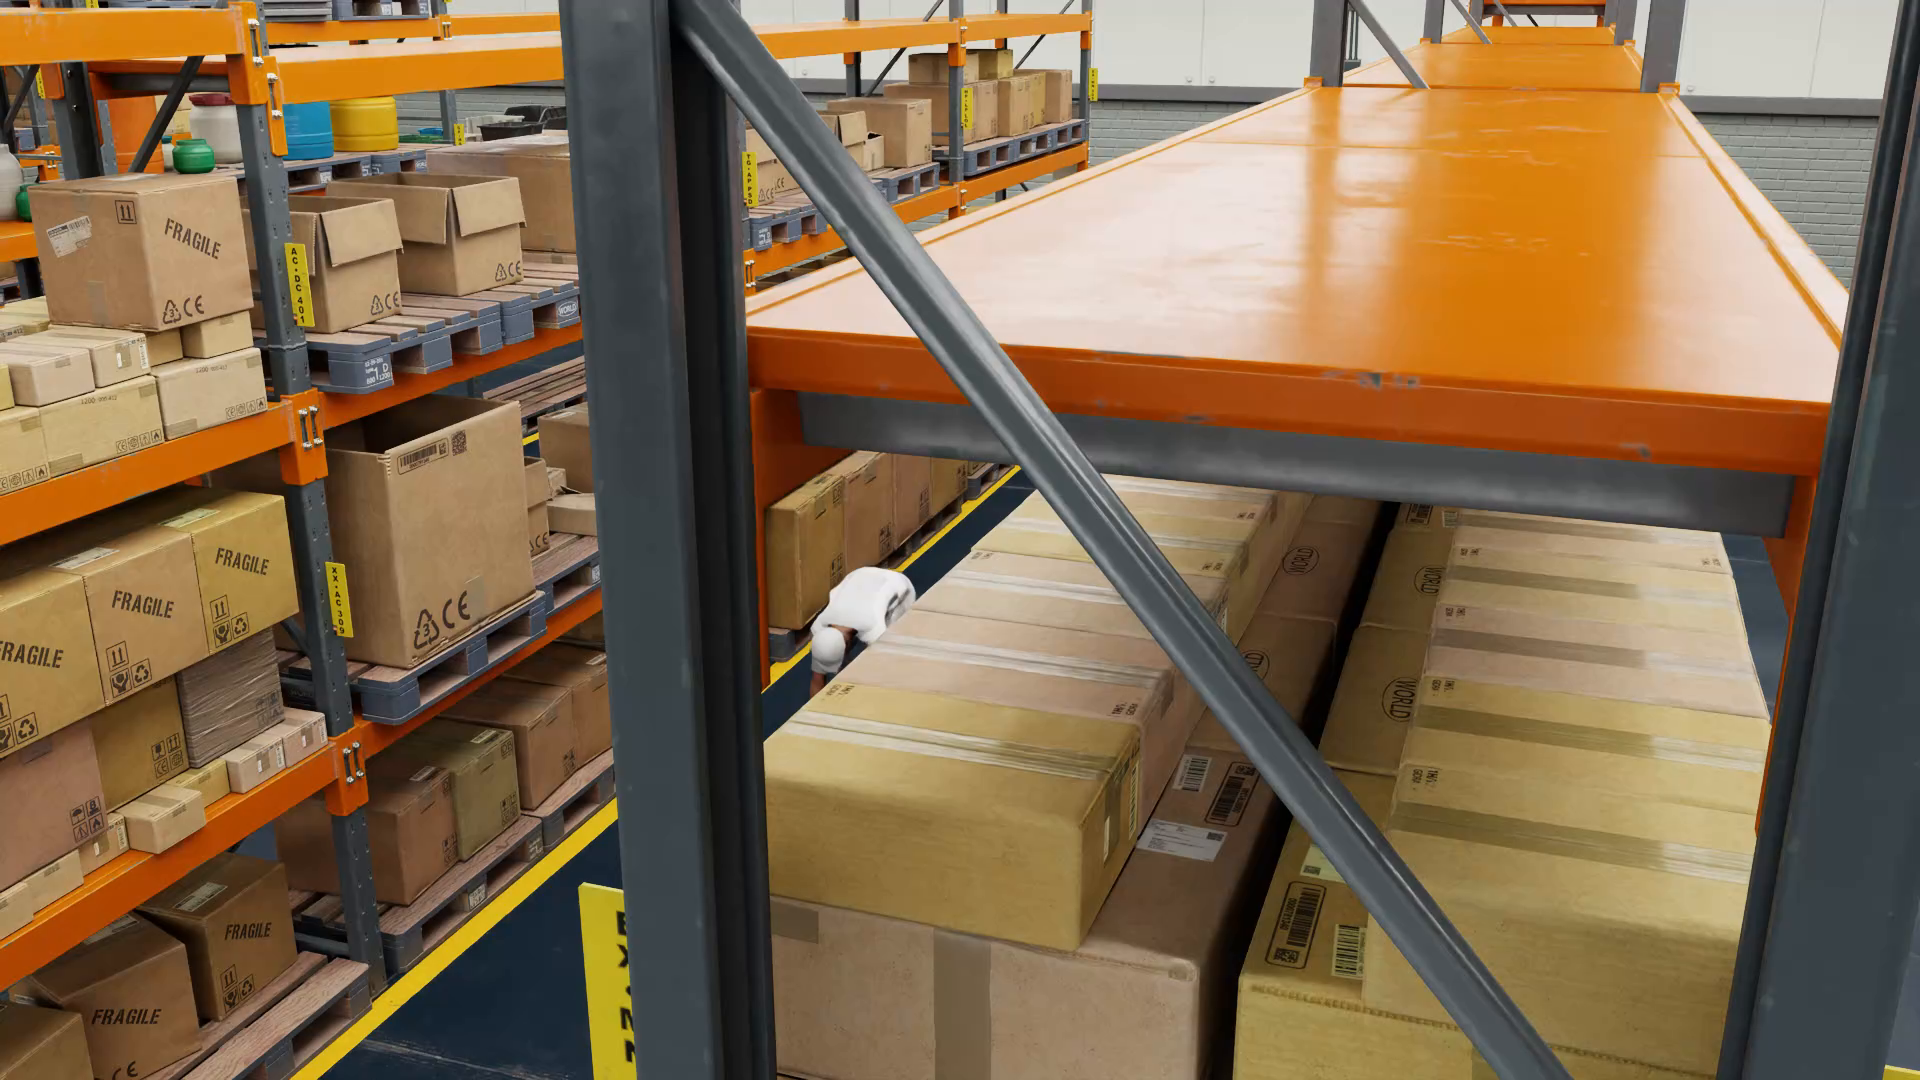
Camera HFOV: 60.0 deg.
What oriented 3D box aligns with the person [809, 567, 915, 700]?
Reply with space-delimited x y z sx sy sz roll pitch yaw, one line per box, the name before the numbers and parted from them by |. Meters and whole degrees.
person | -0.622 0.697 10.256 0.532 0.946 0.981 9 20 25
